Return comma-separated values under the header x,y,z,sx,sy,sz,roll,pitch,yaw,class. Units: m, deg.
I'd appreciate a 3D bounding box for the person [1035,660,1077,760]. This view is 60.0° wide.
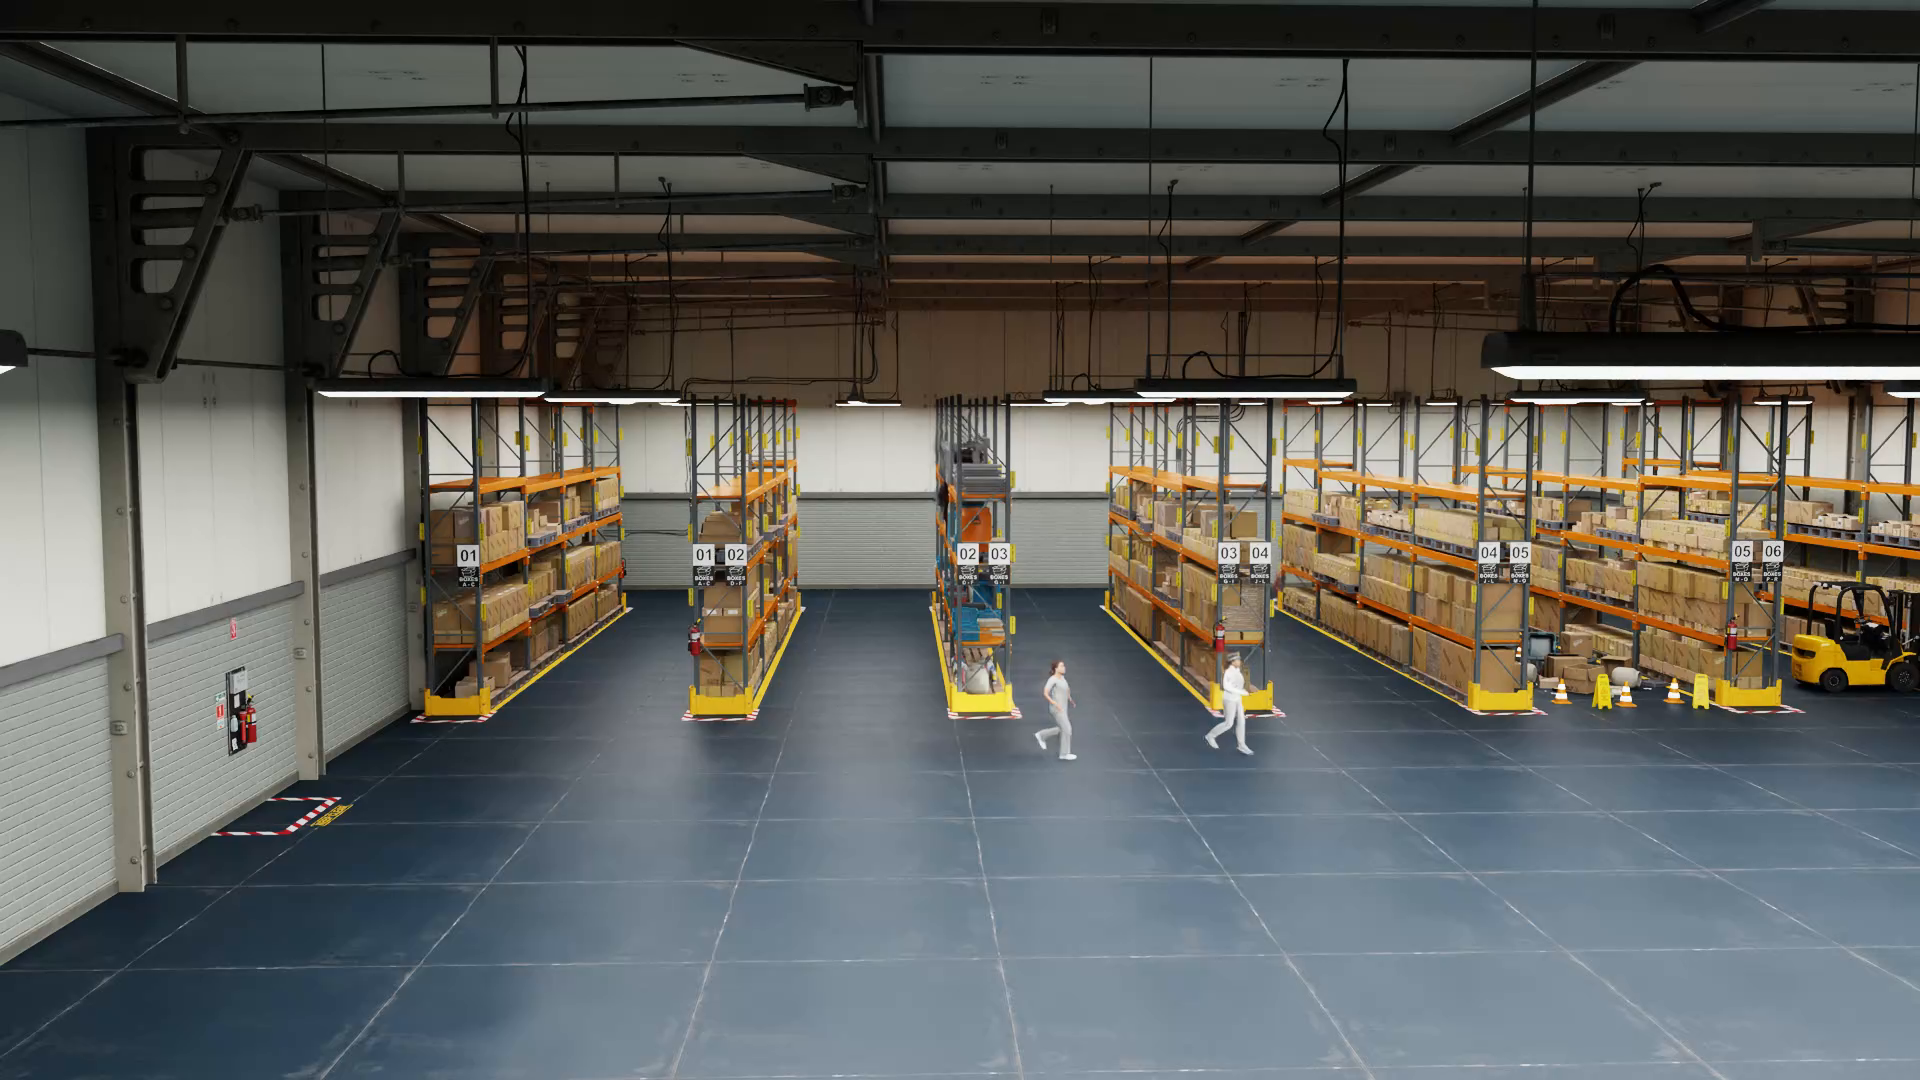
x,y,z,sx,sy,sz,roll,pitch,yaw,class
1.560,2.760,27.221,0.769,1.632,0.600,2,5,29,person

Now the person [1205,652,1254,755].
x,y,z,sx,sy,sz,roll,pitch,yaw,class
4.531,2.702,27.723,0.775,1.710,0.638,2,5,28,person

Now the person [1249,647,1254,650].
x,y,z,sx,sy,sz,roll,pitch,yaw,class
6.964,1.789,39.615,0.558,1.652,0.559,-1,5,-10,person

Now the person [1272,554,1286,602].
x,y,z,sx,sy,sz,roll,pitch,yaw,class
9.467,1.058,49.126,0.528,1.580,0.638,2,5,24,person
